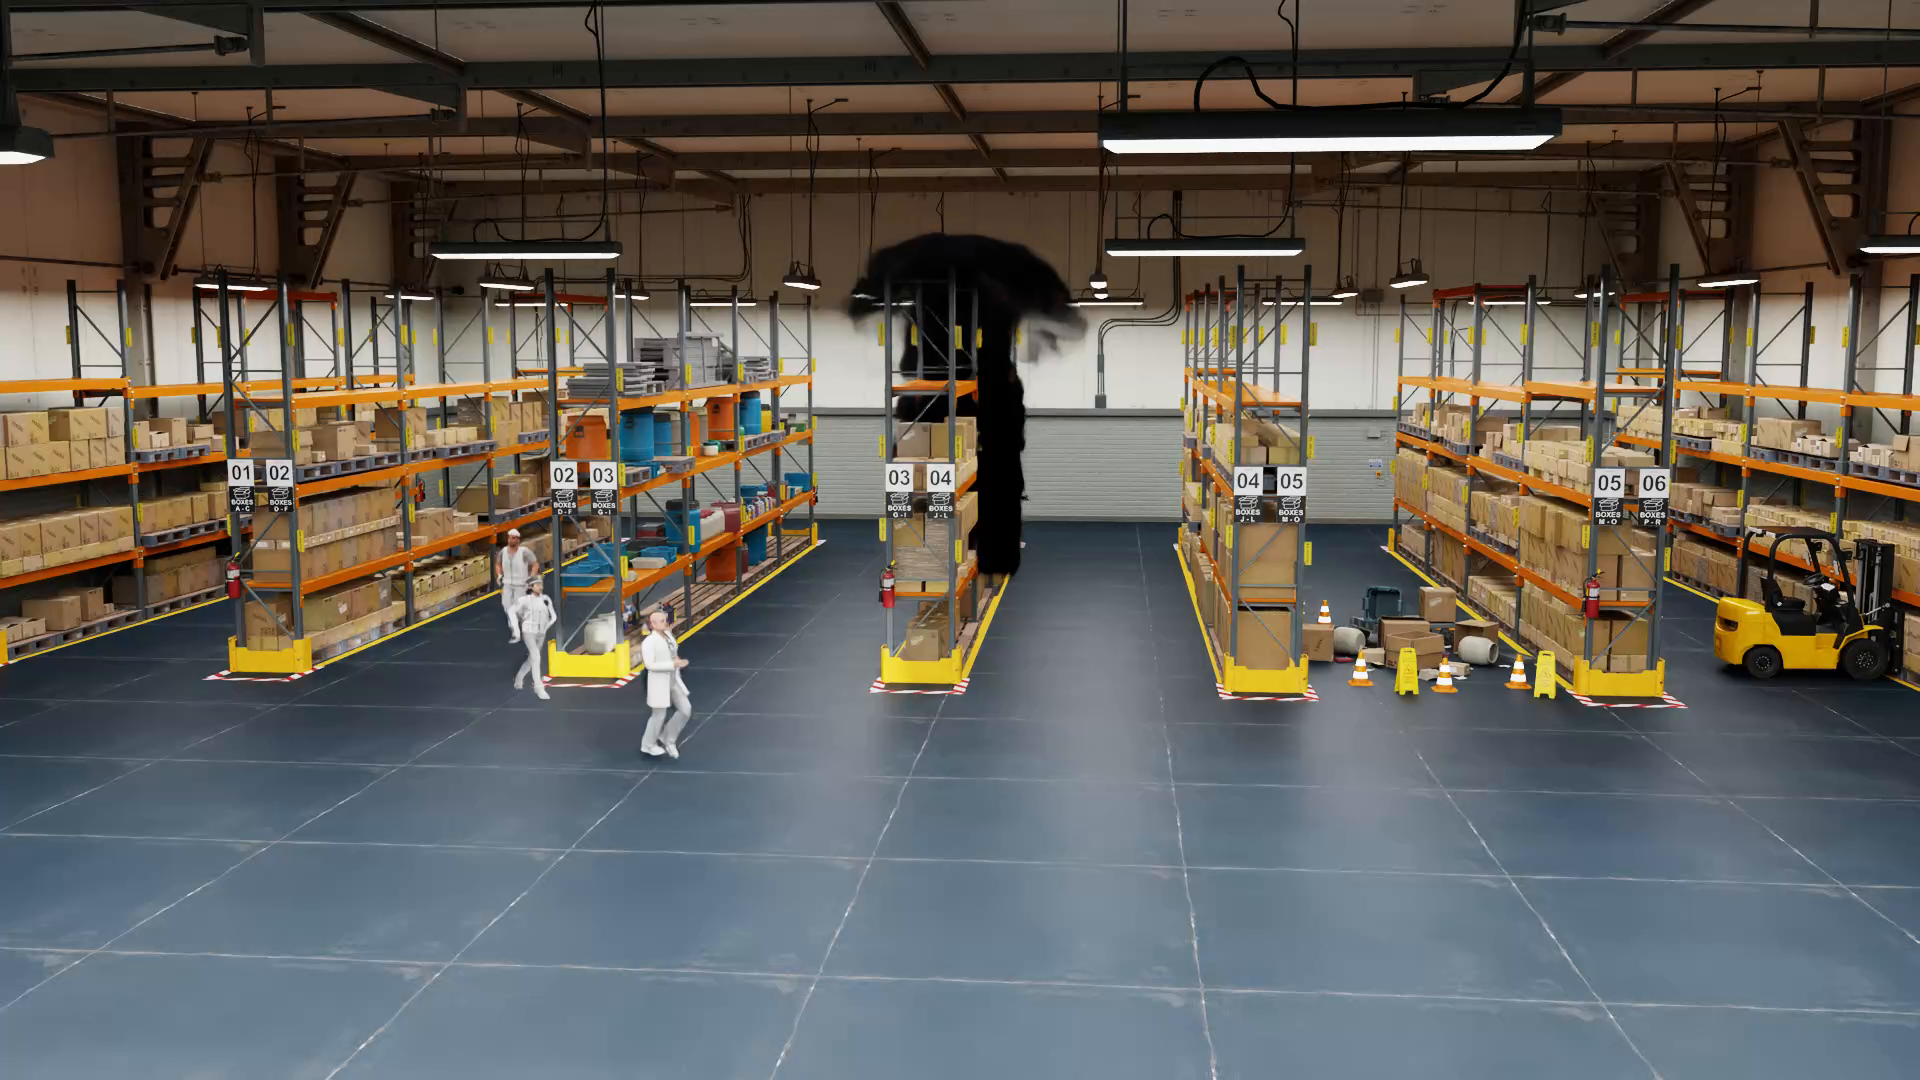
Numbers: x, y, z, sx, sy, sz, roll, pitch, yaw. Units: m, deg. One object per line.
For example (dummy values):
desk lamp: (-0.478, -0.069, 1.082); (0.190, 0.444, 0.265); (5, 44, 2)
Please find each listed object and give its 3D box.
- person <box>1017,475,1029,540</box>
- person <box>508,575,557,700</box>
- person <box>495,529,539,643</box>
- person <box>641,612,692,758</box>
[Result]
person: (1.360, -0.814, 40.868); (0.594, 1.713, 0.708); (5, 8, 33)
person: (-5.943, 1.331, 23.366); (0.616, 1.689, 0.864); (-7, 10, -43)
person: (-6.920, 0.703, 25.936); (0.686, 1.764, 0.563); (0, 7, 4)
person: (-3.515, 1.736, 19.774); (0.740, 1.788, 0.684); (4, 8, 32)
